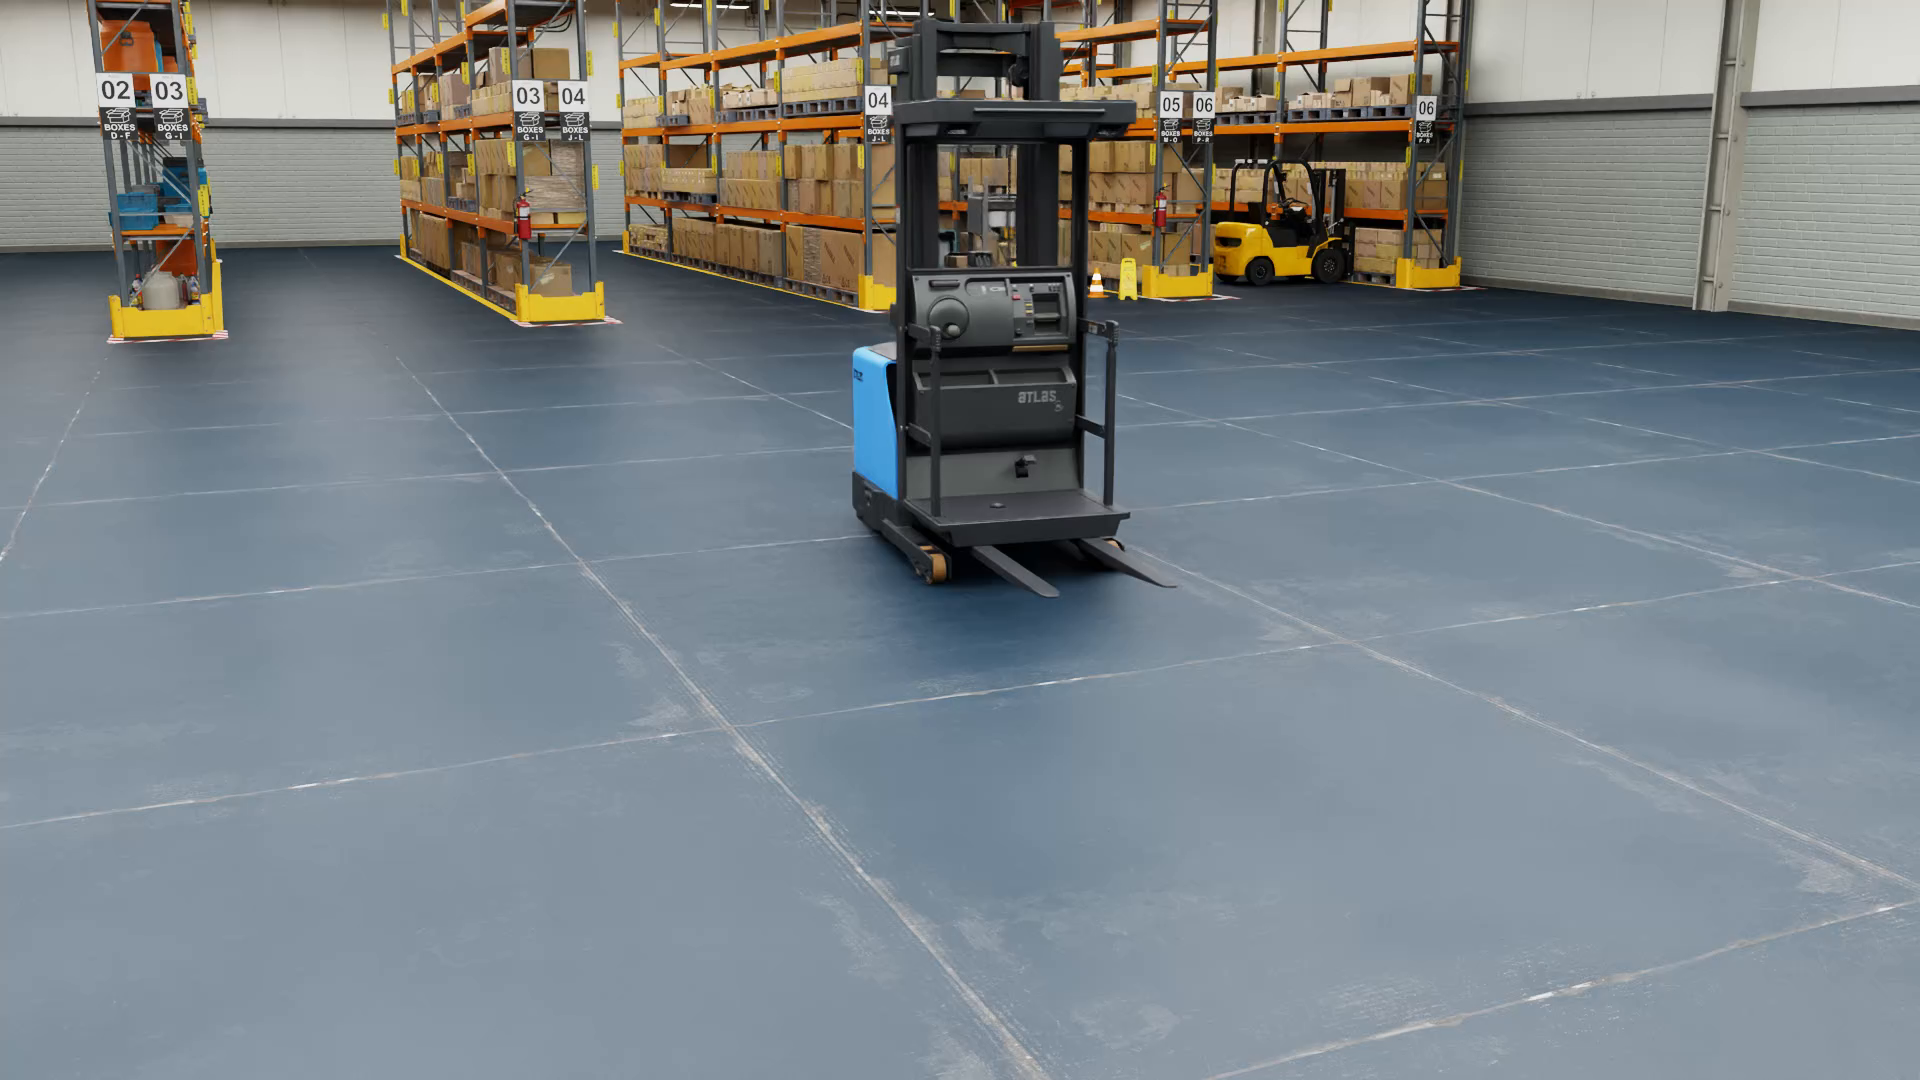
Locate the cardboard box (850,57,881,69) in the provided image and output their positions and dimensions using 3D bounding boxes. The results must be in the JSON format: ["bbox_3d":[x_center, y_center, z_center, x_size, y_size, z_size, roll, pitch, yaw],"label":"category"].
[{"bbox_3d":[-1.381,-6.965,24.296,0.380,0.149,0.250,-5,14,-22],"label":"cardboard box"}]

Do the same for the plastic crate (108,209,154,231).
[{"bbox_3d":[-10.533,-4.075,21.154,0.499,0.251,0.616,-6,14,-23],"label":"plastic crate"}]

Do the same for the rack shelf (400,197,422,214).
[{"bbox_3d":[-11.128,-7.060,35.319,1.077,0.370,4.000,-6,14,-23],"label":"rack shelf"}]

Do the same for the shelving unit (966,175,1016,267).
[{"bbox_3d":[0.291,-1.307,10.860,0.431,2.100,0.503,-2,13,-10],"label":"shelving unit"}]

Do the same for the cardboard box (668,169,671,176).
[{"bbox_3d":[-5.788,-7.564,34.204,0.380,0.149,0.250,-5,14,-22],"label":"cardboard box"}]

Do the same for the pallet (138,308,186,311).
[{"bbox_3d":[-10.453,-2.892,21.899,1.003,0.211,1.213,-6,14,-23],"label":"pallet"}]

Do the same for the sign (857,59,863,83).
[{"bbox_3d":[-1.438,-6.754,23.958,0.100,0.325,0.005,-6,14,-23],"label":"sign"}]

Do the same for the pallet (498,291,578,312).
[{"bbox_3d":[-6.329,-3.598,24.949,1.003,0.211,1.213,-6,14,-23],"label":"pallet"}]

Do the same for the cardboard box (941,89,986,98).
[{"bbox_3d":[0.066,-8.847,33.630,0.797,0.503,0.637,-7,15,-26],"label":"cardboard box"}]

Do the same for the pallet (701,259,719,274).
[{"bbox_3d":[-4.452,-5.401,32.740,1.003,0.211,1.213,-6,14,-23],"label":"pallet"}]

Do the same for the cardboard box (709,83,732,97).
[{"bbox_3d":[-4.540,-8.542,31.551,0.396,0.266,0.258,-6,14,-23],"label":"cardboard box"}]

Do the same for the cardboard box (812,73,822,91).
[{"bbox_3d":[-1.989,-7.119,25.846,0.500,0.250,0.500,-5,14,-22],"label":"cardboard box"}]

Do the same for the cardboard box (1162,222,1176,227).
[{"bbox_3d":[4.472,-6.897,36.193,0.380,0.149,0.250,-6,14,-26],"label":"cardboard box"}]

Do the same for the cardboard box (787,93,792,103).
[{"bbox_3d":[-2.598,-7.205,27.100,0.380,0.149,0.250,-6,14,-23],"label":"cardboard box"}]

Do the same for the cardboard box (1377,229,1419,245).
[{"bbox_3d":[7.636,-5.282,28.988,0.500,0.250,0.500,-5,14,-21],"label":"cardboard box"}]

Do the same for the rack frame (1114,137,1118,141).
[{"bbox_3d":[3.299,-8.342,39.261,1.000,3.000,0.127,-6,14,-23],"label":"rack frame"}]

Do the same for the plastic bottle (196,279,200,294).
[{"bbox_3d":[-10.958,-3.612,23.872,0.061,0.283,0.133,-5,14,-19],"label":"plastic bottle"}]

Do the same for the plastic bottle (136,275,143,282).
[{"bbox_3d":[-11.642,-3.578,23.576,0.144,0.351,0.185,-6,14,-25],"label":"plastic bottle"}]

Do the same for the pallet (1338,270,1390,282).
[{"bbox_3d":[7.277,-4.910,30.617,1.003,0.211,1.213,-6,14,-23],"label":"pallet"}]

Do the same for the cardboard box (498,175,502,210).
[{"bbox_3d":[-6.186,-5.028,24.060,0.875,0.500,0.500,-6,14,-23],"label":"cardboard box"}]

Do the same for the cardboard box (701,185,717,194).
[{"bbox_3d":[-4.759,-6.741,31.969,0.380,0.149,0.250,-5,14,-22],"label":"cardboard box"}]

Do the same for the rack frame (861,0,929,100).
[{"bbox_3d":[-0.935,-7.868,23.910,1.000,3.000,0.127,-6,14,-23],"label":"rack frame"}]

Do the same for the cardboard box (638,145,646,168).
[{"bbox_3d":[-6.805,-8.497,36.832,0.500,0.500,0.500,-6,14,-25],"label":"cardboard box"}]

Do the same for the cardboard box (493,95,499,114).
[{"bbox_3d":[-6.346,-6.193,23.656,0.500,0.250,0.500,-5,14,-22],"label":"cardboard box"}]

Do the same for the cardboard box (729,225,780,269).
[{"bbox_3d":[-3.625,-5.393,30.576,1.050,0.750,0.750,-5,14,-22],"label":"cardboard box"}]

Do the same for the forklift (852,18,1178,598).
[{"bbox_3d":[0.259,-1.294,8.961,1.130,2.935,3.031,-4,14,-17],"label":"forklift"}]

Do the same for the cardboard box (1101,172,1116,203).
[{"bbox_3d":[2.696,-5.902,27.837,0.500,0.500,0.500,-6,14,-23],"label":"cardboard box"}]

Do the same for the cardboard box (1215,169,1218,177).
[{"bbox_3d":[5.286,-7.522,34.058,0.380,0.149,0.250,-5,14,-22],"label":"cardboard box"}]

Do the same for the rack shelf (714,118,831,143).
[{"bbox_3d":[-3.339,-7.296,29.685,1.077,0.370,4.000,-6,14,-23],"label":"rack shelf"}]

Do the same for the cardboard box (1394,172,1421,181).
[{"bbox_3d":[7.711,-6.274,28.664,0.380,0.149,0.250,-5,14,-22],"label":"cardboard box"}]

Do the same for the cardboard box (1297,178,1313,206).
[{"bbox_3d":[6.666,-6.516,31.151,0.500,0.500,0.500,-5,14,-22],"label":"cardboard box"}]

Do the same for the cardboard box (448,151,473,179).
[{"bbox_3d":[-9.003,-6.861,30.417,0.797,0.503,0.637,-5,14,-21],"label":"cardboard box"}]

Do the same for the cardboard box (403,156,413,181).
[{"bbox_3d":[-11.571,-7.928,35.482,0.500,0.500,0.500,-6,14,-24],"label":"cardboard box"}]

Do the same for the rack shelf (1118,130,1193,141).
[{"bbox_3d":[4.101,-9.040,37.218,1.077,0.370,4.000,-6,14,-23],"label":"rack shelf"}]

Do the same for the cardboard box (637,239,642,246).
[{"bbox_3d":[-7.140,-6.770,37.858,0.380,0.149,0.250,-5,14,-22],"label":"cardboard box"}]

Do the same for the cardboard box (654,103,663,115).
[{"bbox_3d":[-6.160,-9.129,35.233,0.500,0.250,0.500,-6,14,-26],"label":"cardboard box"}]

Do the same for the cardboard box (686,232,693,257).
[{"bbox_3d":[-5.253,-6.019,33.835,0.500,0.500,0.500,-5,14,-22],"label":"cardboard box"}]

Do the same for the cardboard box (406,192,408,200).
[{"bbox_3d":[-11.676,-7.386,35.689,0.380,0.149,0.250,-6,14,-24],"label":"cardboard box"}]

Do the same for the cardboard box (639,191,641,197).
[{"bbox_3d":[-7.087,-7.882,37.830,0.380,0.149,0.250,-5,14,-20],"label":"cardboard box"}]

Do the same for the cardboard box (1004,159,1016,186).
[{"bbox_3d":[1.161,-6.922,31.315,0.500,0.500,0.500,-5,14,-21],"label":"cardboard box"}]

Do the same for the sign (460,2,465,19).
[{"bbox_3d":[-9.835,-10.466,32.884,0.100,0.325,0.005,-6,14,-23],"label":"sign"}]

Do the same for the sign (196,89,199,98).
[{"bbox_3d":[-11.152,-6.411,24.244,0.100,0.325,0.005,-6,14,-23],"label":"sign"}]

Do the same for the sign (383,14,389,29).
[{"bbox_3d":[-12.441,-11.230,36.013,0.100,0.325,0.005,-6,14,-23],"label":"sign"}]

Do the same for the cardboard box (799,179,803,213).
[{"bbox_3d":[-2.138,-5.658,27.333,0.875,0.550,0.550,-6,14,-23],"label":"cardboard box"}]

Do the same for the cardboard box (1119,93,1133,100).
[{"bbox_3d":[2.920,-7.133,27.060,0.500,0.250,0.500,-6,14,-24],"label":"cardboard box"}]

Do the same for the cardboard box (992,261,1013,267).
[{"bbox_3d":[0.537,-4.332,27.469,0.637,0.503,0.797,6,14,26],"label":"cardboard box"}]

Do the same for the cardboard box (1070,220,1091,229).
[{"bbox_3d":[2.149,-5.503,29.059,0.380,0.149,0.250,-5,14,-21],"label":"cardboard box"}]

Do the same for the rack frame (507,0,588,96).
[{"bbox_3d":[-5.520,-7.441,22.064,1.000,3.000,0.127,-6,14,-23],"label":"rack frame"}]

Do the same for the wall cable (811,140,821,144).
[{"bbox_3d":[-3.835,-10.508,46.364,0.588,1.984,0.122,-6,14,-23],"label":"wall cable"}]

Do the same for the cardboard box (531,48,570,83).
[{"bbox_3d":[-5.868,-6.748,23.732,0.500,0.500,0.500,-6,14,-23],"label":"cardboard box"}]

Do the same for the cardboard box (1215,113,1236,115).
[{"bbox_3d":[5.427,-9.031,34.763,0.500,0.250,0.500,-6,14,-23],"label":"cardboard box"}]

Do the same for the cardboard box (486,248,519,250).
[{"bbox_3d":[-7.523,-4.570,27.533,0.700,0.500,0.500,-6,14,-23],"label":"cardboard box"}]

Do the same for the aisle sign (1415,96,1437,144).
[{"bbox_3d":[7.864,-7.089,28.082,0.394,0.787,0.004,-6,14,-23],"label":"aisle sign"}]
